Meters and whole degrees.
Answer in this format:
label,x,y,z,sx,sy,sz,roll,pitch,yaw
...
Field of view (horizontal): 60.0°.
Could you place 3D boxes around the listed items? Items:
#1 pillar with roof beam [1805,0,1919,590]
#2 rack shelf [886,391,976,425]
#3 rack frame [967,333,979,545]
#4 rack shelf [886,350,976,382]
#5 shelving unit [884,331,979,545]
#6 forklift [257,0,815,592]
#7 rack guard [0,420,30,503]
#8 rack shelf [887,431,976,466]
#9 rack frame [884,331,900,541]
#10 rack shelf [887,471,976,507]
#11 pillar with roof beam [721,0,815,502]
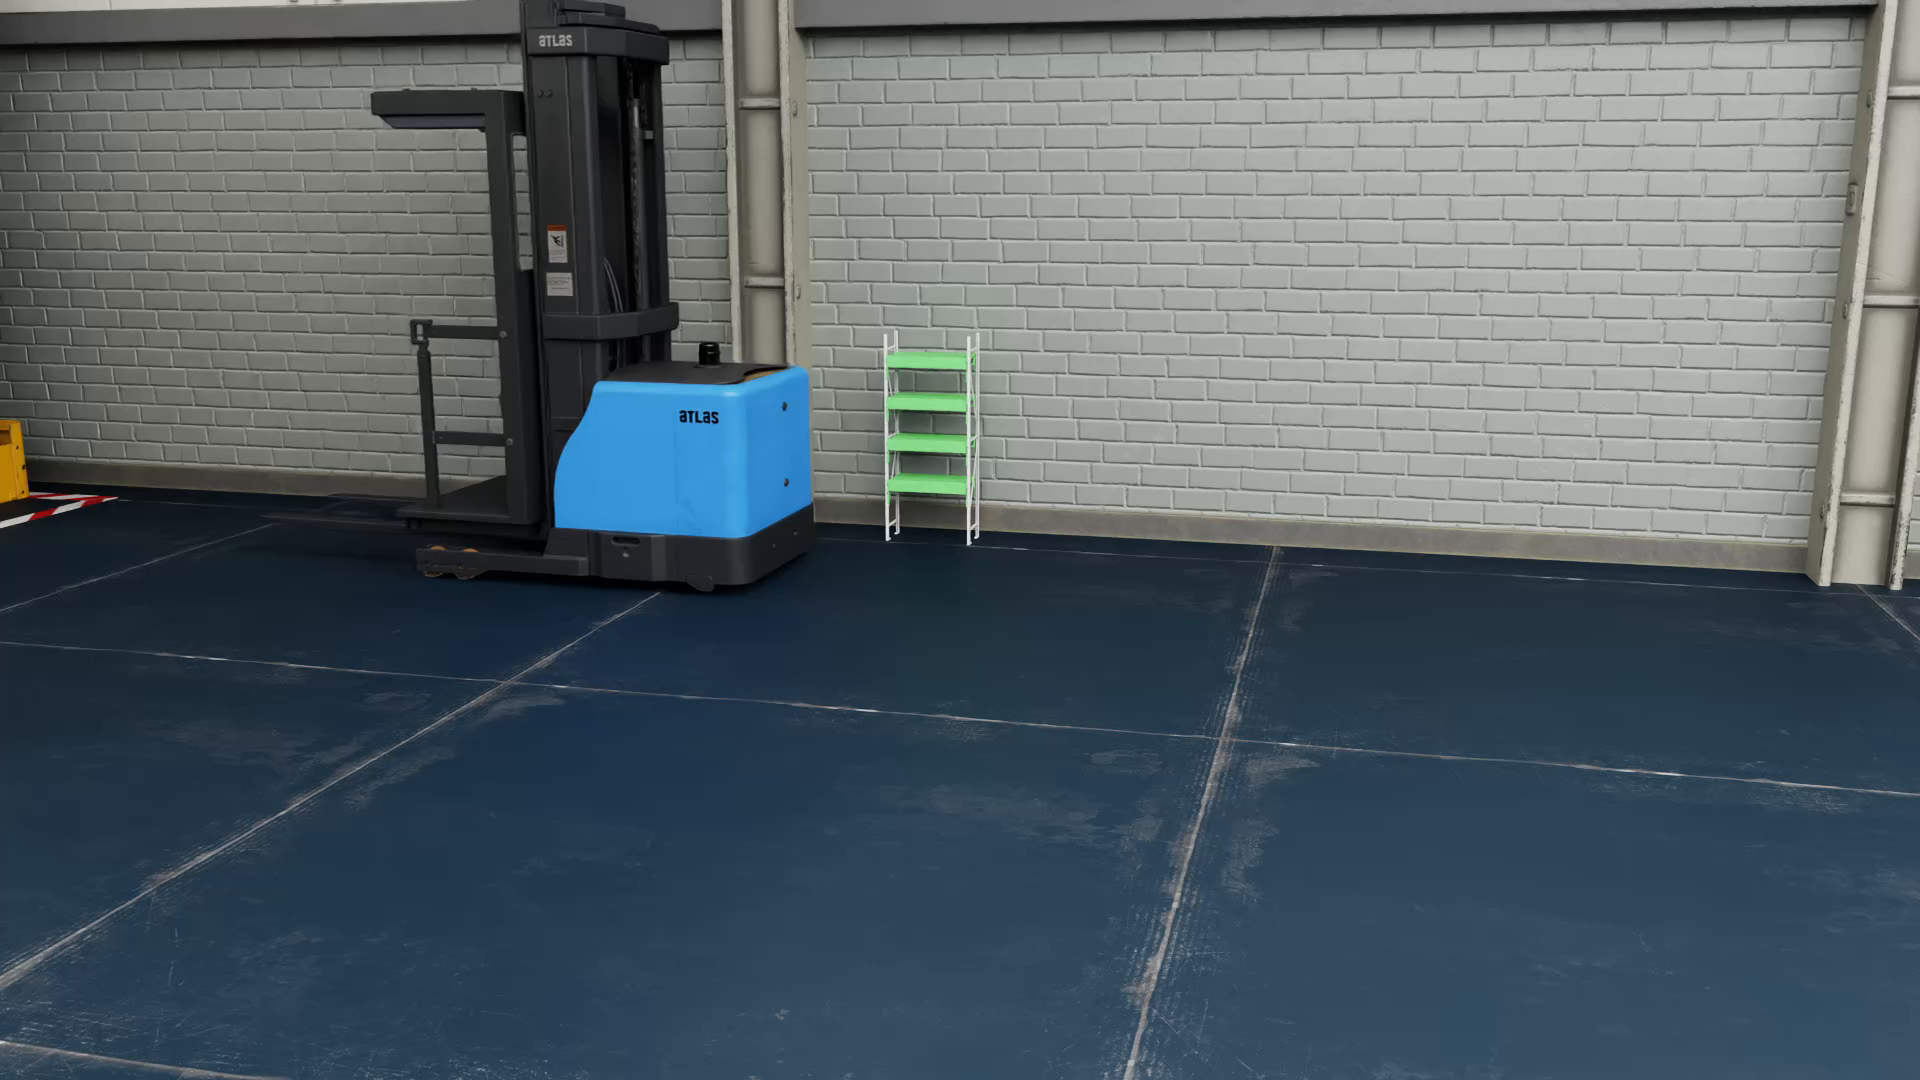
label,x,y,z,sx,sy,sz,roll,pitch,yaw
pillar with roof beam,3.670,-3.273,3.710,0.400,9.000,9.100,3,13,14
rack shelf,-0.161,-0.766,9.604,0.480,0.148,0.258,3,13,14
rack frame,0.076,-0.582,9.585,0.015,1.200,0.240,3,13,14
rack shelf,-0.161,-1.001,9.552,0.480,0.148,0.258,3,13,14
shelving unit,-0.161,-0.594,9.642,0.503,1.200,0.258,3,13,14
forklift,-2.385,-1.325,8.938,3.031,2.935,1.130,4,13,16
rack guard,-6.465,-0.425,10.495,0.348,0.500,1.175,3,13,14
rack shelf,-0.161,-0.532,9.656,0.480,0.148,0.258,3,13,14
rack frame,-0.398,-0.607,9.700,0.015,1.200,0.240,3,13,14
rack shelf,-0.161,-0.298,9.708,0.480,0.148,0.258,3,13,14
pillar with roof beam,-2.155,-3.584,5.113,0.400,9.000,9.100,3,13,14
